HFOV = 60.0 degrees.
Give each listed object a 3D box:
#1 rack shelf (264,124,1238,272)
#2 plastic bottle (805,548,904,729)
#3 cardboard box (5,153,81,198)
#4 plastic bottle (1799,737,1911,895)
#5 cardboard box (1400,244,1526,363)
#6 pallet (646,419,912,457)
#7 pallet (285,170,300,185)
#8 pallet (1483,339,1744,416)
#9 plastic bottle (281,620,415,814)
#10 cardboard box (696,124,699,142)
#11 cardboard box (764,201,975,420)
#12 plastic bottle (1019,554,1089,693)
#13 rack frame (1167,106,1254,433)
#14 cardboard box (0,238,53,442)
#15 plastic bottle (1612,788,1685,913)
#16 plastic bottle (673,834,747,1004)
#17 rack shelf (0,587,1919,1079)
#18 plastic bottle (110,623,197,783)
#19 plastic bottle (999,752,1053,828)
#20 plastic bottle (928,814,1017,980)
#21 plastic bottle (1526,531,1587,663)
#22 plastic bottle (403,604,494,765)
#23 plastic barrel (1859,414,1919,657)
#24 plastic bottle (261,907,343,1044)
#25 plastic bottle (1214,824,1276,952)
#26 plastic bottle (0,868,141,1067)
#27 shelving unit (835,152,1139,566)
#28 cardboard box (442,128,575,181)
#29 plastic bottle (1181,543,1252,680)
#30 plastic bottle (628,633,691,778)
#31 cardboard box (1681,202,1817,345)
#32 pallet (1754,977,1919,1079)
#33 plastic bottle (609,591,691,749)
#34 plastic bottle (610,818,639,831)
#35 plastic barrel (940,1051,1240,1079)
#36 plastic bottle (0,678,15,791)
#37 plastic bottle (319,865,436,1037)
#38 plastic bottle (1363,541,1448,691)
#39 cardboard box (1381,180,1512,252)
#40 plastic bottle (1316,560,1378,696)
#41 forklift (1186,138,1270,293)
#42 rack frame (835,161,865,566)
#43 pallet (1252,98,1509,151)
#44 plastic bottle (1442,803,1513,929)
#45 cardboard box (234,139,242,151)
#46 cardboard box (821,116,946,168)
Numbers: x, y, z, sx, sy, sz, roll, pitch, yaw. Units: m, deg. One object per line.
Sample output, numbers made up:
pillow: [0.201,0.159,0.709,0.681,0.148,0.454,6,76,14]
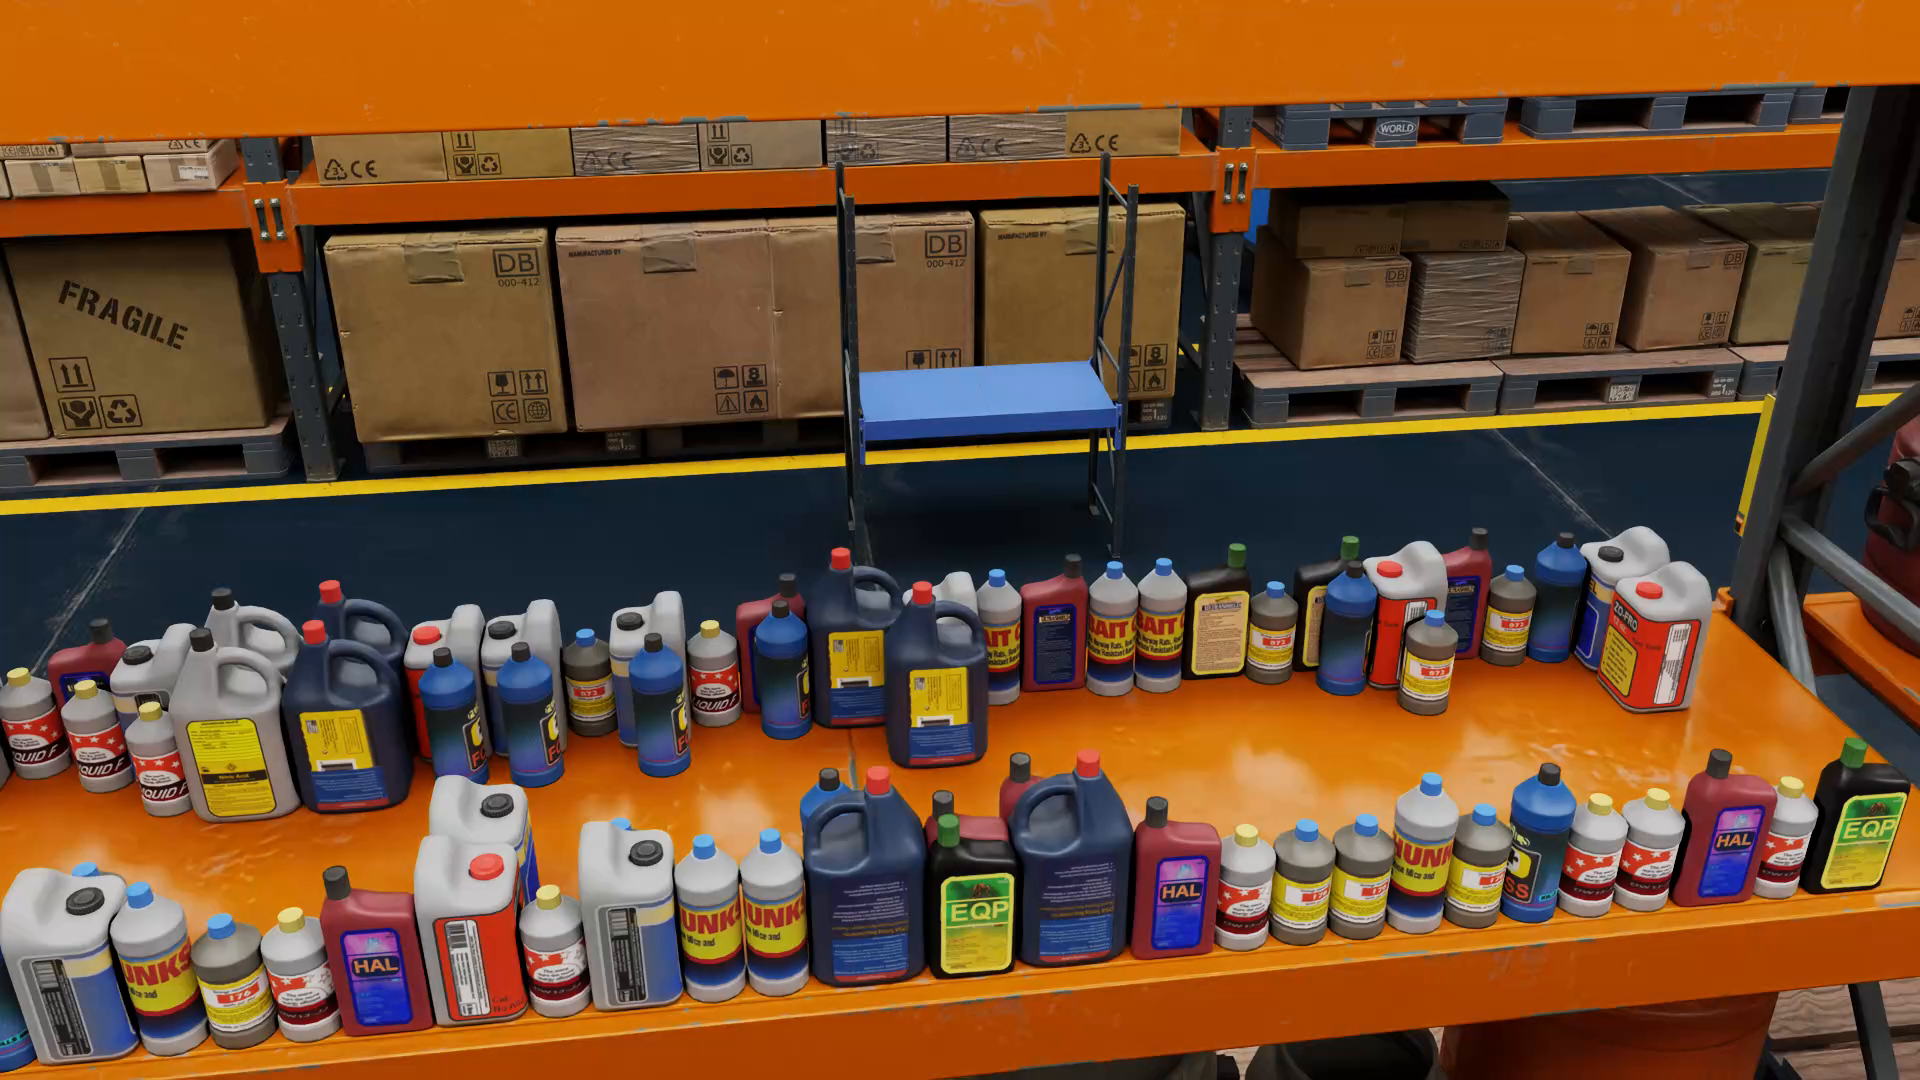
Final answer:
rack shelf: [-0.864,-1.615,7.400,4.000,0.370,1.077,-4,27,-7]
plastic bottle: [-0.199,0.177,3.174,0.185,0.351,0.144,-4,27,-7]
cardboard box: [-3.610,-1.496,6.655,0.250,0.149,0.380,-4,27,-8]
plastic bottle: [1.466,0.447,2.721,0.133,0.283,0.061,-4,27,-7]
cardboard box: [2.325,-1.239,8.135,0.500,0.500,0.700,-6,28,-11]
pallet: [-0.880,-0.730,7.941,1.213,0.211,1.003,-4,27,-7]
pallet: [-4.095,-2.757,11.893,1.213,0.211,1.003,-4,27,-7]
pallet: [3.096,-0.947,8.364,1.213,0.211,1.003,-4,27,-7]
plastic bottle: [-1.086,0.300,2.934,0.185,0.351,0.144,-4,27,-7]
cardboard box: [-1.412,-2.070,7.390,0.500,0.500,0.500,-4,27,-8]
cardboard box: [-0.453,-1.216,7.702,0.875,0.875,1.225,-4,27,-7]
plastic bottle: [0.183,0.163,3.275,0.133,0.283,0.061,-4,27,-7]
rack frame: [1.117,-2.062,7.484,0.127,3.000,1.000,-4,27,-7]
cardboard box: [-4.400,-0.986,7.254,0.875,0.875,0.875,-4,27,-7]
plastic bottle: [1.120,0.497,2.712,0.097,0.201,0.097,0,27,0]
plastic bottle: [-0.378,0.562,2.509,0.097,0.271,0.097,0,27,0]
rack shelf: [-0.174,0.624,3.036,4.000,0.370,1.077,-4,27,-7]
plastic bottle: [-1.447,0.292,3.031,0.135,0.276,0.152,-4,27,-7]
plastic bottle: [0.131,0.466,2.683,0.133,0.283,0.061,-4,27,-7]
plastic bottle: [0.019,0.540,2.539,0.133,0.283,0.061,-4,27,-7]
plastic bottle: [1.215,0.110,3.390,0.097,0.271,0.097,0,27,0]
plastic bottle: [-0.948,0.260,3.094,0.135,0.276,0.152,-4,27,-7]
plastic barrel: [2.224,-0.050,3.413,0.708,0.536,0.600,-4,27,-7]
plastic bottle: [-0.969,0.632,2.451,0.097,0.201,0.097,0,27,0]
plastic bottle: [0.446,0.541,2.628,0.097,0.201,0.097,0,27,0]
plastic bottle: [-1.280,0.606,2.420,0.135,0.276,0.152,-4,27,-7]
shelving unit: [0.084,-0.673,6.418,1.048,1.500,0.538,-4,27,-7]
cardboard box: [-1.856,-1.801,6.865,0.500,0.500,0.500,-4,27,-7]
plastic bottle: [0.508,0.142,3.315,0.133,0.283,0.061,-4,27,-7]
plastic bottle: [-0.549,0.294,3.033,0.097,0.271,0.097,0,27,0]
cardboard box: [3.992,-1.349,8.350,0.500,0.500,0.700,-4,27,-7]
pallet: [2.579,1.386,3.818,1.213,0.211,1.003,-4,27,-7]
plastic bottle: [-0.585,0.236,3.139,0.135,0.276,0.152,-4,27,-7]
plastic bottle: [-0.532,0.533,2.642,0.097,0.201,0.097,0,27,0]
plastic barrel: [0.206,1.173,3.359,0.708,0.588,0.600,-4,27,-7]
plastic bottle: [-1.809,0.315,2.986,0.135,0.276,0.152,-4,27,-7]
plastic bottle: [-0.852,0.596,2.430,0.133,0.283,0.061,-4,27,-7]
plastic bottle: [0.875,0.143,3.322,0.135,0.276,0.152,-4,27,-7]
cardboard box: [2.300,-1.574,7.967,0.500,0.250,0.500,-1,27,-1]
plastic bottle: [0.765,0.167,3.279,0.097,0.271,0.097,0,27,0]
forklift: [1.934,-3.133,9.645,1.130,2.935,3.031,-6,28,-12]
rack frame: [-0.419,-0.640,6.355,0.032,1.500,0.500,-4,27,-7]
pallet: [1.808,-2.071,7.710,1.003,0.211,1.213,-4,27,-7]
plastic bottle: [0.831,0.516,2.676,0.097,0.201,0.097,0,27,0]
cardboard box: [-3.183,-1.828,7.302,0.250,0.149,0.380,-4,27,-7]
cardboard box: [-0.346,-1.900,7.058,0.500,0.500,0.500,-5,28,-9]
